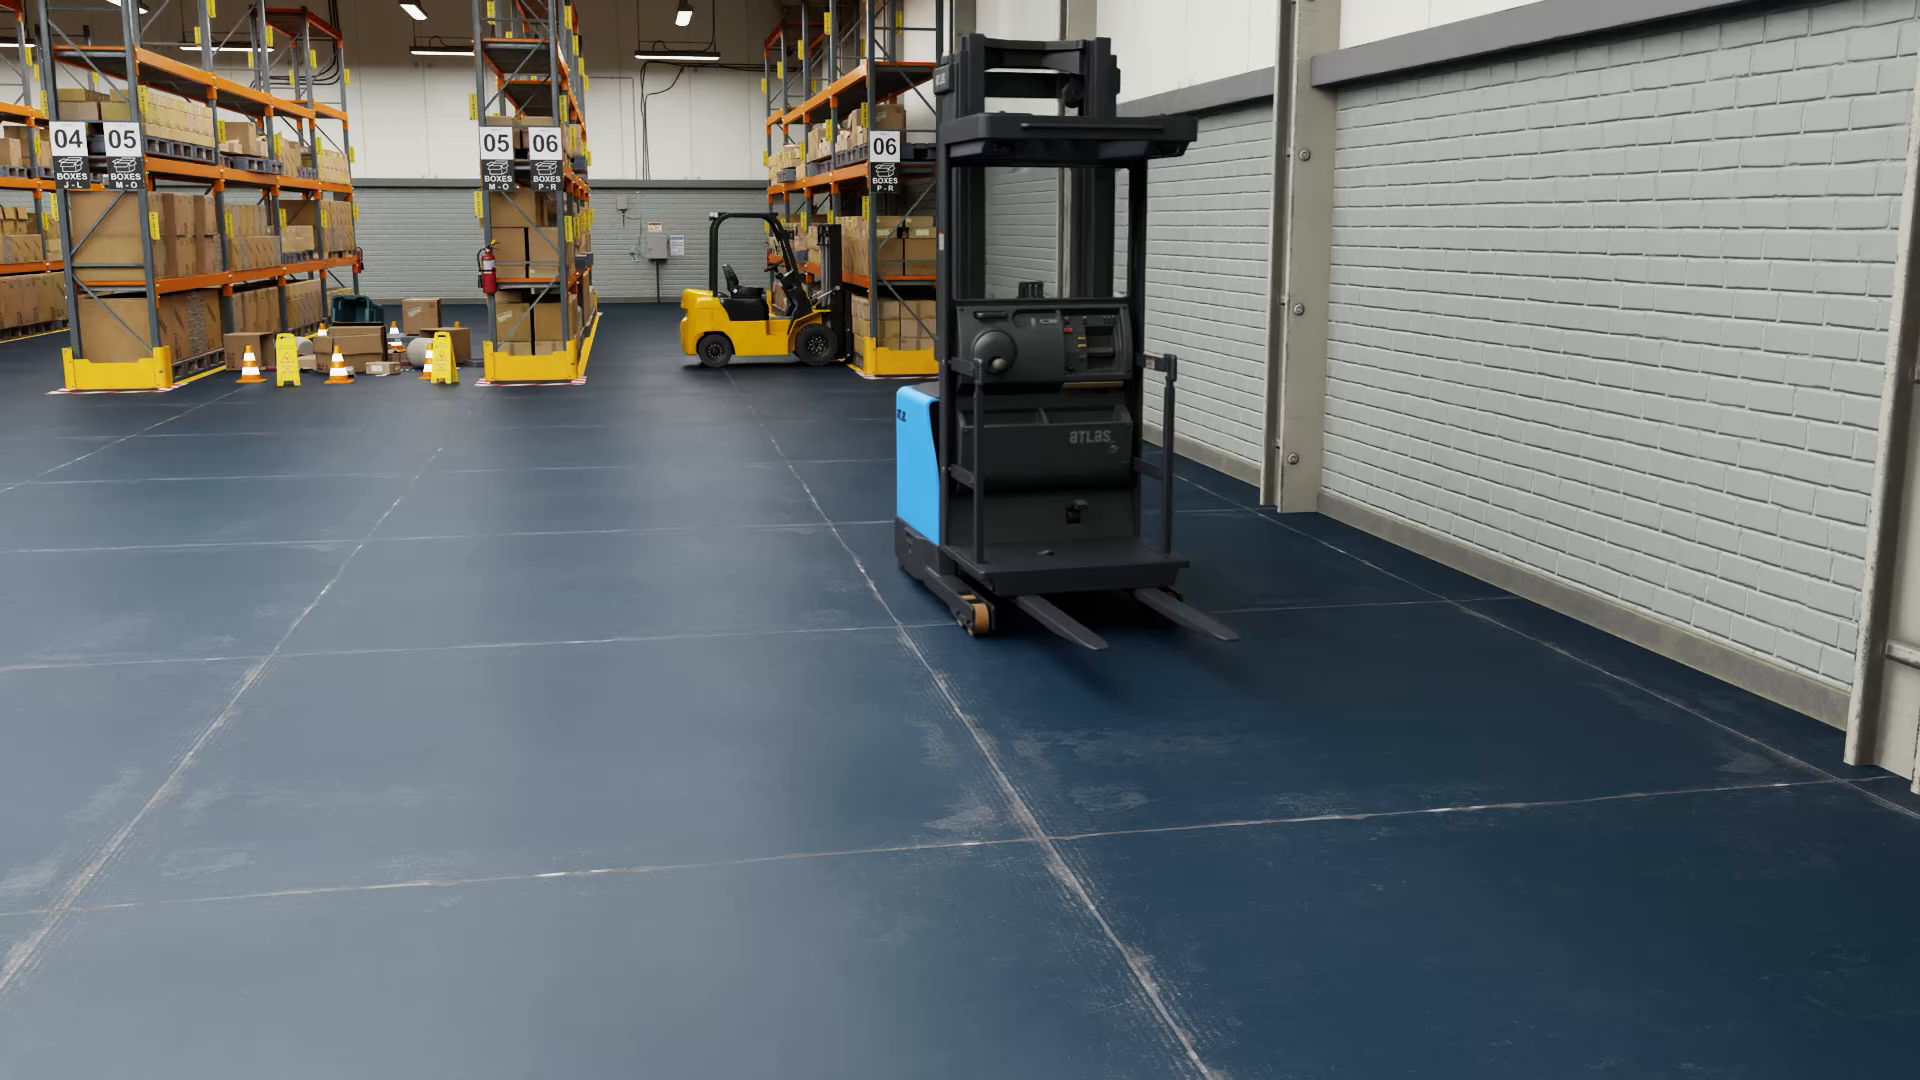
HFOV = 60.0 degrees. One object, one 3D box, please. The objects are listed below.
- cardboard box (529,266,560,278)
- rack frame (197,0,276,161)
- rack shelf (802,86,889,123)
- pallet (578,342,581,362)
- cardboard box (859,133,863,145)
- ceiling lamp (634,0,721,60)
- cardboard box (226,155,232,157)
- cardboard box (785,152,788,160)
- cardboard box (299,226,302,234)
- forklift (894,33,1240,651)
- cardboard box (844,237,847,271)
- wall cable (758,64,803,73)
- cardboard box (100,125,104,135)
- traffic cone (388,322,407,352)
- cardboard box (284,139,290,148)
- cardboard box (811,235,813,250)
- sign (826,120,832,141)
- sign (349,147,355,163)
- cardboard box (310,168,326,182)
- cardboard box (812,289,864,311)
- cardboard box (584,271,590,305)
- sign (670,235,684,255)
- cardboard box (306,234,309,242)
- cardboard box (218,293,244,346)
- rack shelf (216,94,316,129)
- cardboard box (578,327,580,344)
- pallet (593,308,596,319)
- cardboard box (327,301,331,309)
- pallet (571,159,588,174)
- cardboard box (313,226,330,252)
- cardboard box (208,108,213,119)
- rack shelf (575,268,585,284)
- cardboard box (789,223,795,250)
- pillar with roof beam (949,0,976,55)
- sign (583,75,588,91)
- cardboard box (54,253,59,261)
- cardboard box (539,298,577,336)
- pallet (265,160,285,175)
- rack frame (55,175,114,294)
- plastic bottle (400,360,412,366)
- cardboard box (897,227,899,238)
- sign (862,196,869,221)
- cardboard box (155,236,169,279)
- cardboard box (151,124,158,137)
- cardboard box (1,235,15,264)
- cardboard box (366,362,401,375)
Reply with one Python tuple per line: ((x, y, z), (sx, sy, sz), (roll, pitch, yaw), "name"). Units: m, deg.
((-5.448, -3.512, 21.799), (0.380, 0.149, 0.250), (-2, 11, -11), "cardboard box")
((-11.977, -7.782, 27.513), (1.000, 3.000, 0.127), (-2, 11, -11), "rack frame")
((-1.884, -7.245, 27.686), (1.077, 0.370, 4.000), (-2, 11, -11), "rack shelf")
((-6.197, -2.808, 24.883), (1.003, 0.211, 1.213), (-2, 11, -11), "pallet")
((-1.176, -5.493, 22.795), (0.380, 0.149, 0.250), (-2, 11, -13), "cardboard box")
((-6.633, -12.903, 38.809), (2.000, 3.185, 0.800), (-2, 11, -11), "ceiling lamp")
((-11.954, -6.257, 26.537), (0.500, 0.250, 0.500), (-2, 11, -9), "cardboard box")
((-3.217, -7.488, 32.479), (0.380, 0.149, 0.250), (-2, 11, -12), "cardboard box")
((-12.288, -5.687, 30.509), (0.380, 0.149, 0.250), (-2, 11, -13), "cardboard box")
((0.496, -1.046, 8.353), (1.130, 2.935, 3.031), (-3, 11, -15), "forklift")
((-1.447, -4.251, 24.741), (0.500, 0.500, 0.500), (-2, 11, -12), "cardboard box")
((-3.670, -13.442, 42.380), (2.988, 3.039, 0.133), (-2, 11, -11), "wall cable")
((-10.917, -5.115, 20.805), (0.380, 0.149, 0.250), (-2, 11, -10), "cardboard box")
((-9.014, -3.246, 26.516), (0.336, 0.463, 0.334), (-2, 11, -11), "traffic cone")
((-12.583, -7.011, 30.085), (0.797, 0.503, 0.637), (-2, 11, -12), "cardboard box")
((-2.330, -5.204, 29.079), (0.500, 0.250, 0.500), (-2, 11, -9), "cardboard box")
((-2.025, -6.341, 25.743), (0.100, 0.325, 0.005), (-2, 11, -11), "sign")
((-12.984, -8.227, 35.506), (0.100, 0.325, 0.005), (-2, 11, -11), "sign")
((-12.586, -7.062, 32.158), (0.500, 0.250, 0.500), (-2, 11, -8), "cardboard box")
((-2.165, -4.139, 29.648), (0.875, 0.625, 0.625), (-2, 11, -9), "cardboard box")
((-7.720, -4.818, 32.549), (0.875, 0.875, 0.875), (-2, 11, -9), "cardboard box")
((-7.283, -7.592, 42.819), (0.329, 0.494, 0.001), (-2, 11, -11), "sign")
((-12.386, -5.637, 31.046), (0.380, 0.149, 0.250), (-2, 11, -9), "cardboard box")
((-11.408, -3.313, 24.972), (1.050, 0.750, 0.750), (-2, 11, -11), "cardboard box")
((-12.366, -7.598, 29.545), (1.077, 0.370, 4.000), (-2, 11, -11), "rack shelf")
((-5.984, -3.056, 24.962), (0.500, 0.250, 0.500), (-2, 11, -8), "cardboard box")
((-8.231, -4.763, 35.158), (1.003, 0.211, 1.213), (-2, 11, -11), "pallet")
((-12.511, -4.598, 32.538), (0.380, 0.149, 0.250), (-2, 11, -8), "cardboard box")
((-6.583, -5.988, 26.614), (1.213, 0.211, 1.003), (-2, 11, -11), "pallet")
((-12.604, -5.863, 32.417), (0.500, 0.500, 0.500), (-2, 11, -12), "cardboard box")
((-10.815, -6.043, 23.548), (0.380, 0.149, 0.250), (-2, 11, -11), "cardboard box")
((-6.752, -4.313, 27.257), (1.077, 0.370, 4.000), (-2, 11, -11), "rack shelf")
((-2.922, -5.867, 32.111), (0.700, 0.500, 0.500), (-2, 11, -11), "cardboard box")
((-4.191, -6.698, 21.820), (9.100, 9.000, 0.400), (-2, 11, -11), "pillar with roof beam")
((-8.162, -9.962, 36.260), (0.100, 0.325, 0.005), (-2, 11, -11), "sign")
((-17.422, -5.397, 31.703), (0.380, 0.149, 0.250), (-2, 11, -13), "cardboard box")
((-5.671, -3.140, 23.397), (0.500, 0.500, 0.500), (-2, 11, -10), "cardboard box")
((-11.799, -6.099, 27.201), (1.213, 0.211, 1.003), (-2, 11, -8), "pallet")
((-18.417, -6.140, 34.933), (1.000, 3.000, 0.127), (-2, 11, -11), "rack frame")
((-7.951, -2.551, 23.936), (0.133, 0.061, 0.283), (0, 11, -1), "plastic bottle")
((-0.681, -4.276, 23.138), (0.380, 0.149, 0.250), (-2, 11, -12), "cardboard box")
((-1.252, -4.415, 22.140), (0.100, 0.325, 0.005), (-2, 11, -11), "sign")
((-10.666, -3.607, 21.226), (0.875, 0.550, 0.550), (-2, 11, -11), "cardboard box")
((-10.223, -5.094, 20.697), (0.380, 0.149, 0.250), (-2, 11, -10), "cardboard box")
((-16.990, -5.101, 29.206), (0.500, 0.500, 0.500), (-2, 11, -11), "cardboard box")
((-7.821, -2.332, 22.551), (0.380, 0.149, 0.250), (4, 11, 18), "cardboard box")
